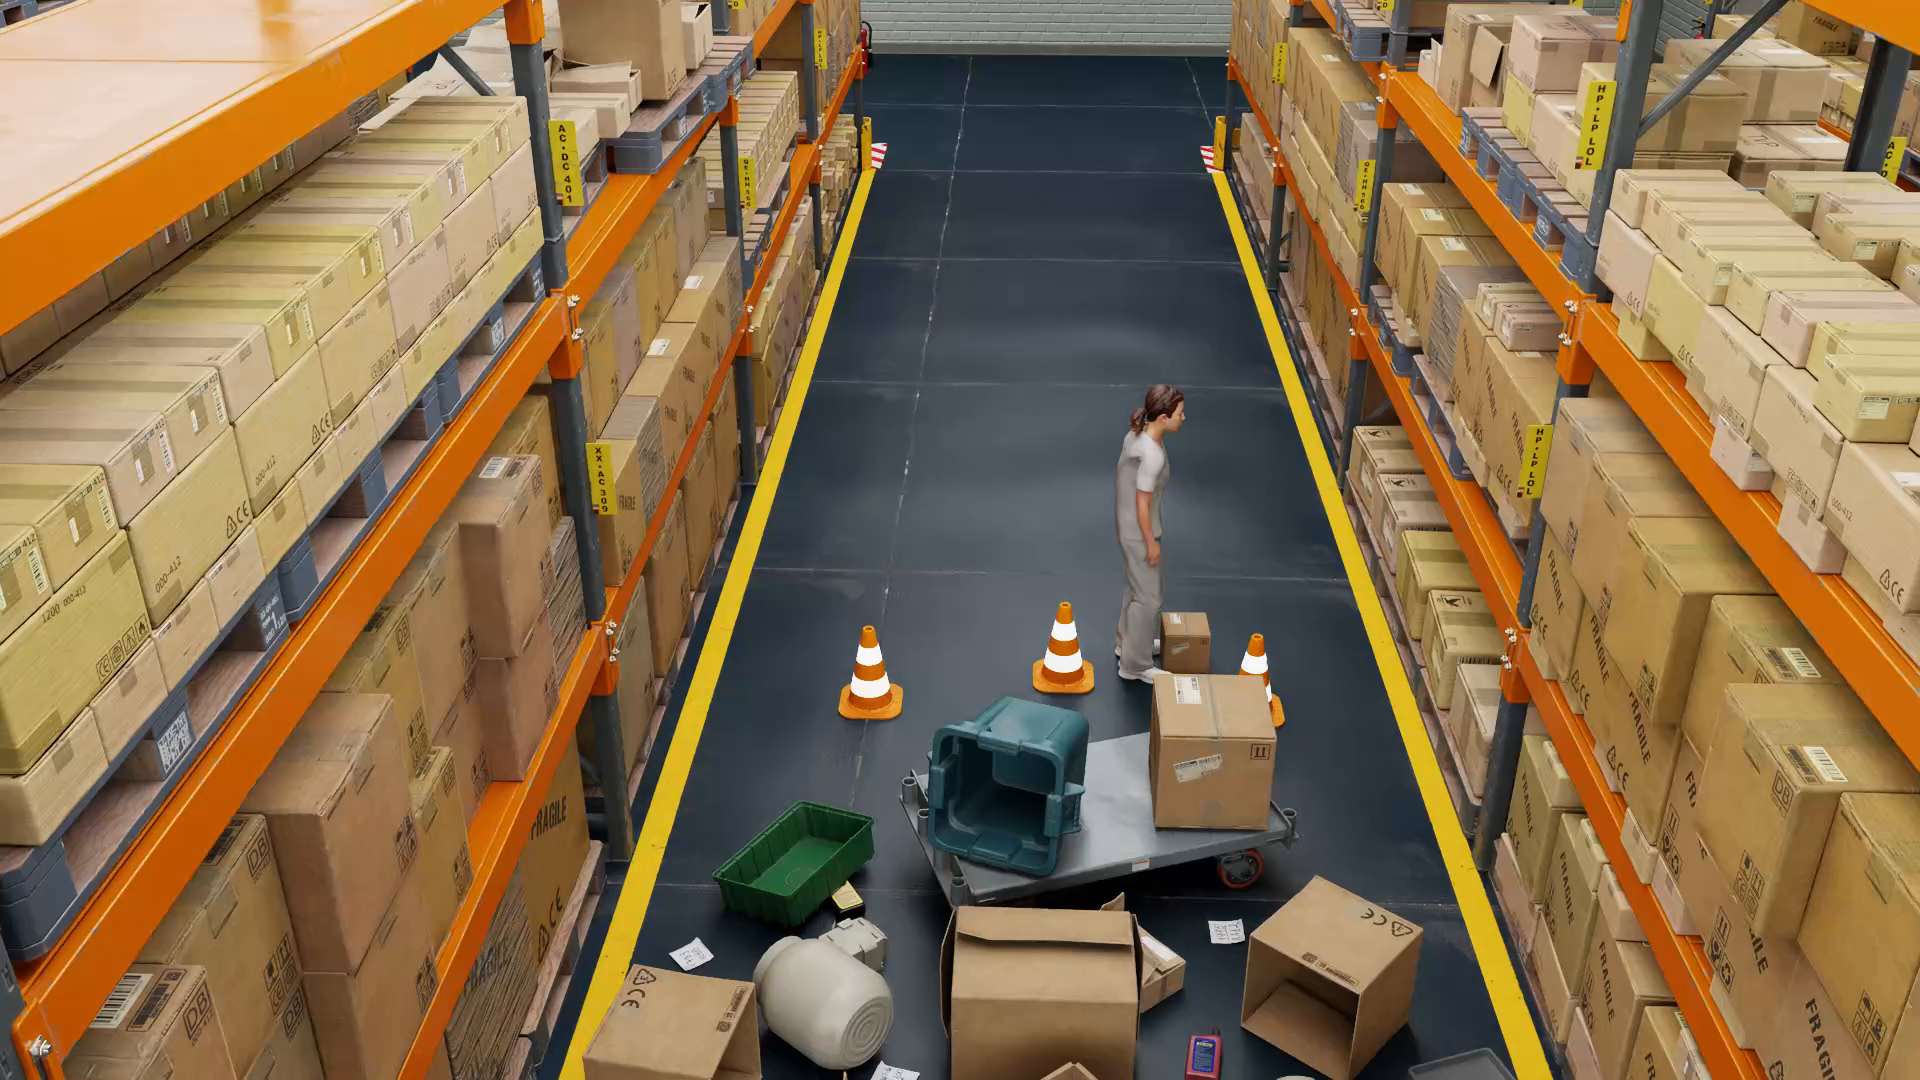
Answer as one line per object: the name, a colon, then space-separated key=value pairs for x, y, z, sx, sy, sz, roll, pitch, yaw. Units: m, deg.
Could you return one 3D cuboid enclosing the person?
person: x=1.003 y=-0.051 z=8.943 sx=0.360 sy=1.672 sz=0.484 roll=1 pitch=28 yaw=2
